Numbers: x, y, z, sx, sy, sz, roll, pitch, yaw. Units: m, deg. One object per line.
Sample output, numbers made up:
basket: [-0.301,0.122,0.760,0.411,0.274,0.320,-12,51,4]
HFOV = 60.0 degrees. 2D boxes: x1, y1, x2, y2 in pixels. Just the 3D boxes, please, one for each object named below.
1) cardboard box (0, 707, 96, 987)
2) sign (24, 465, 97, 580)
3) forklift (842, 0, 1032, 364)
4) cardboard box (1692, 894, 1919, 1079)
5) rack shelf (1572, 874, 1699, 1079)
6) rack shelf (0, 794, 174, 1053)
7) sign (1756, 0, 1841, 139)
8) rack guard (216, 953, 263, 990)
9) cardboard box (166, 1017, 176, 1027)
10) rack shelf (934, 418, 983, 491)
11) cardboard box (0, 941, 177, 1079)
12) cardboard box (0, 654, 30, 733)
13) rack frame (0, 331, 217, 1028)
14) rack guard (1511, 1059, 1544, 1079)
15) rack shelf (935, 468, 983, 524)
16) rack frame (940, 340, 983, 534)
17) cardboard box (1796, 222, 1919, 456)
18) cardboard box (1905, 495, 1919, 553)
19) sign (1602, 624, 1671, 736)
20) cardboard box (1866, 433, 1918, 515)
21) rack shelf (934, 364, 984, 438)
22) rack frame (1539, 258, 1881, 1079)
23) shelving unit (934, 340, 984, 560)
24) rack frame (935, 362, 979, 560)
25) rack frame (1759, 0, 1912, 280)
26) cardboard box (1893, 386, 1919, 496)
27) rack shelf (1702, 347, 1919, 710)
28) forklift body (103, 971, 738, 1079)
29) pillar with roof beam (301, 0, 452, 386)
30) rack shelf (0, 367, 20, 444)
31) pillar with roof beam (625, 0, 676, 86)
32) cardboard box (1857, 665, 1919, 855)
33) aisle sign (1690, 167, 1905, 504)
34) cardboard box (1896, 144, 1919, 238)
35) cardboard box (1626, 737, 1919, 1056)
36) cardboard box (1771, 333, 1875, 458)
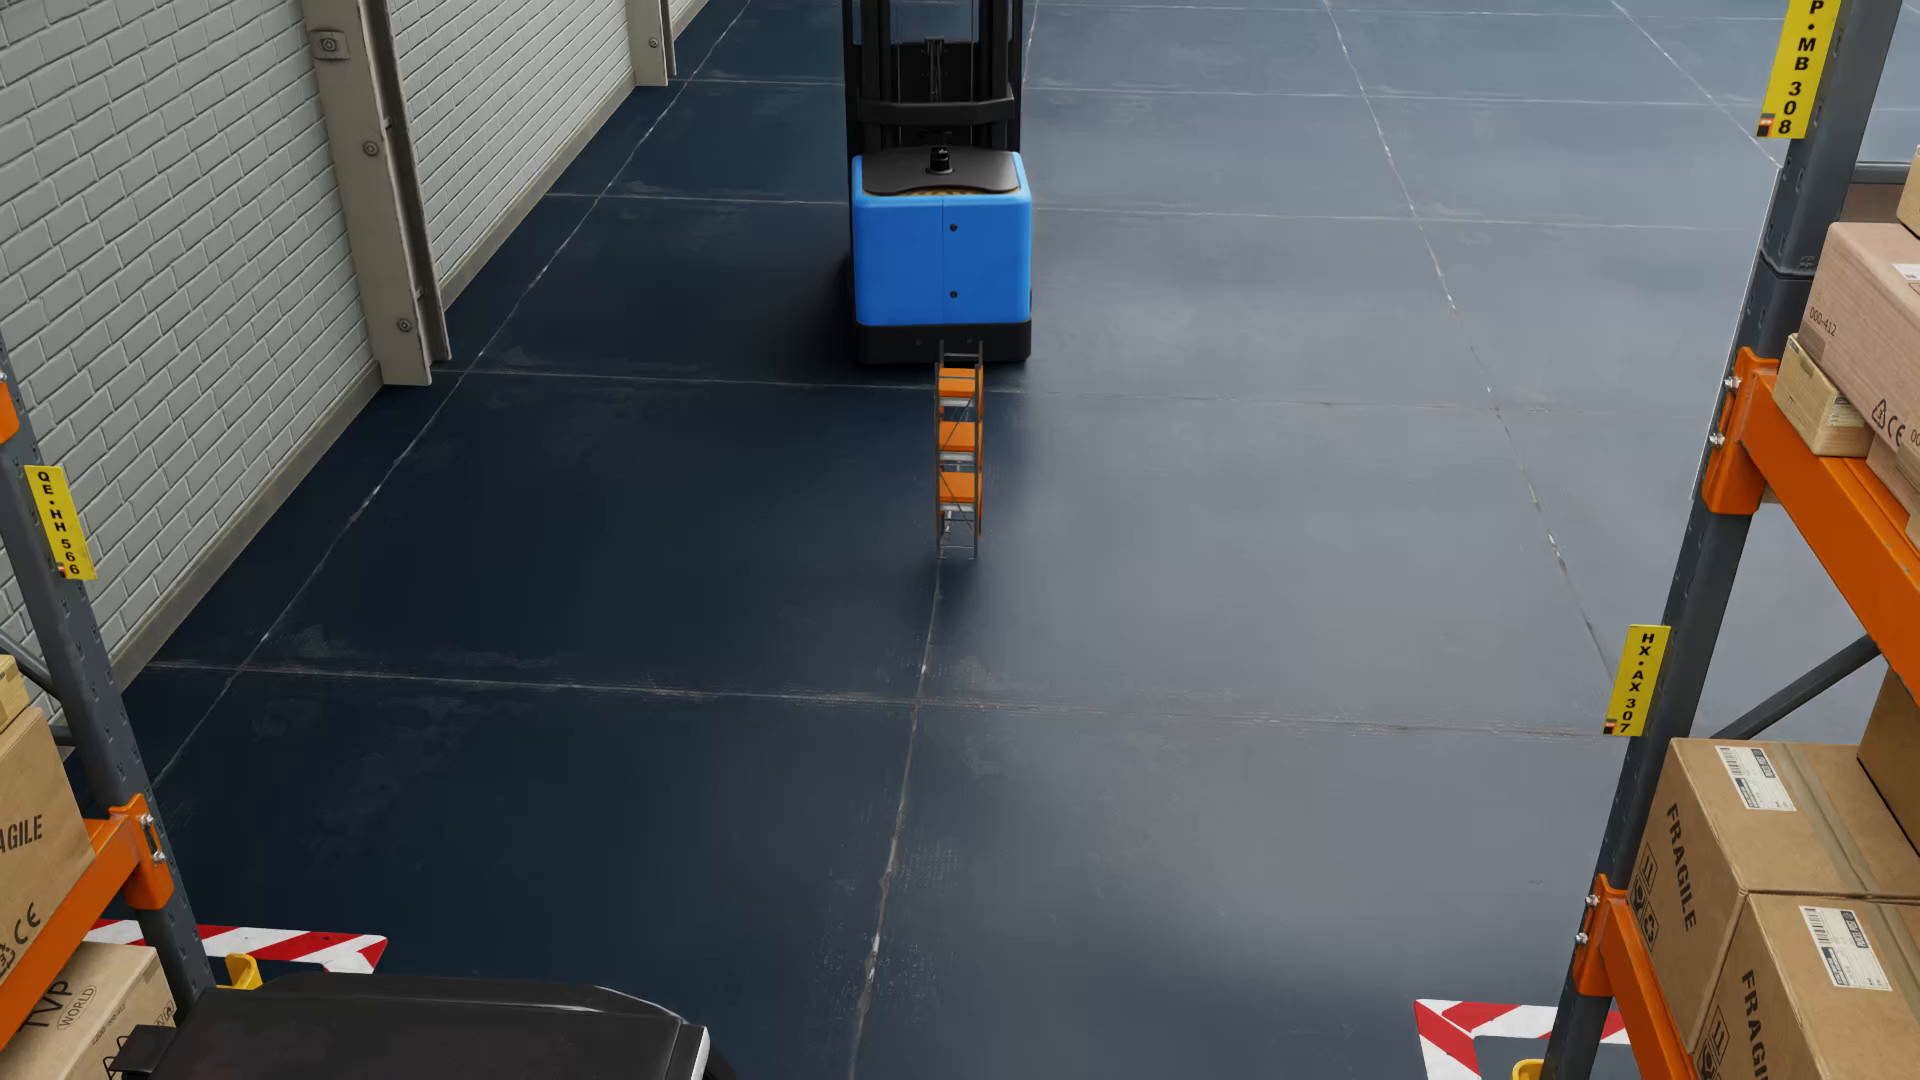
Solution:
cardboard box: [-2.551,0.749,4.080,0.500,0.500,0.500,2,32,3]
sign: [-2.233,-0.040,4.127,0.100,0.325,0.005,2,32,4]
forklift: [-0.181,-3.028,10.369,1.130,2.935,3.031,-2,32,-3]
cardboard box: [1.821,1.071,3.275,0.500,0.500,0.500,3,32,5]
rack shelf: [2.012,2.085,2.693,1.077,0.370,4.000,2,32,4]
rack shelf: [-2.936,1.875,3.034,1.077,0.370,4.000,2,32,4]
sign: [1.634,-0.939,3.222,0.100,0.325,0.005,2,32,4]
rack guard: [-2.771,1.575,5.218,1.175,0.500,0.348,2,32,4]
cardboard box: [-2.501,1.570,4.587,0.500,0.250,0.500,2,32,3]
rack shelf: [-0.004,-0.410,7.935,0.215,0.259,0.240,2,32,4]
cardboard box: [-2.500,1.343,4.479,0.500,0.250,0.500,3,32,6]
cardboard box: [-2.522,0.398,4.032,0.380,0.149,0.250,3,32,5]
rack frame: [-2.770,0.523,4.542,0.949,2.616,0.053,2,32,4]
rack guard: [2.168,1.837,4.793,1.175,0.500,0.348,2,32,4]
rack shelf: [-0.004,-0.173,8.081,0.215,0.259,0.240,2,32,4]
rack frame: [0.006,-0.483,8.033,0.200,1.050,0.008,2,32,4]
cardboard box: [1.868,-0.355,2.967,0.500,0.250,0.500,2,32,3]
cardboard box: [1.836,0.001,2.770,0.380,0.149,0.250,3,32,5]
sign: [1.634,0.342,4.012,0.100,0.325,0.005,2,32,4]
cardboard box: [1.892,-0.136,2.992,0.380,0.149,0.250,1,32,2]
rack shelf: [-0.004,-0.652,7.786,0.215,0.259,0.240,2,32,4]
rack frame: [2.175,0.733,4.201,1.000,3.000,0.127,2,32,4]
shelving unit: [-0.004,-0.419,7.929,0.215,1.050,0.252,2,32,4]
rack frame: [-0.014,-0.355,7.826,0.200,1.050,0.008,2,32,4]
rack frame: [2.175,-1.821,2.627,1.000,3.000,0.127,2,32,4]
cardboard box: [1.817,-0.092,2.541,0.500,0.250,0.500,2,32,3]
rack shelf: [2.012,0.808,1.906,1.077,0.370,4.000,2,32,4]
forklift body: [-1.109,1.954,3.029,2.313,2.155,1.214,2,32,4]
pillar with roof beam: [1.051,-4.659,7.232,9.100,9.000,0.400,2,32,4]
rack shelf: [-2.936,0.598,2.247,1.077,0.370,4.000,2,32,4]
pillar with roof beam: [1.540,-7.796,12.323,9.100,9.000,0.400,2,32,4]
cardboard box: [2.351,0.415,3.386,0.700,0.500,0.500,2,32,3]
aisle sign: [1.871,-0.419,3.593,0.394,0.787,0.004,2,32,4]
cardboard box: [1.942,-0.599,2.984,0.380,0.149,0.250,2,32,4]
cardboard box: [1.860,0.800,3.714,0.500,0.500,0.500,2,32,3]
cardboard box: [1.824,-0.277,3.221,0.380,0.149,0.250,2,32,4]
